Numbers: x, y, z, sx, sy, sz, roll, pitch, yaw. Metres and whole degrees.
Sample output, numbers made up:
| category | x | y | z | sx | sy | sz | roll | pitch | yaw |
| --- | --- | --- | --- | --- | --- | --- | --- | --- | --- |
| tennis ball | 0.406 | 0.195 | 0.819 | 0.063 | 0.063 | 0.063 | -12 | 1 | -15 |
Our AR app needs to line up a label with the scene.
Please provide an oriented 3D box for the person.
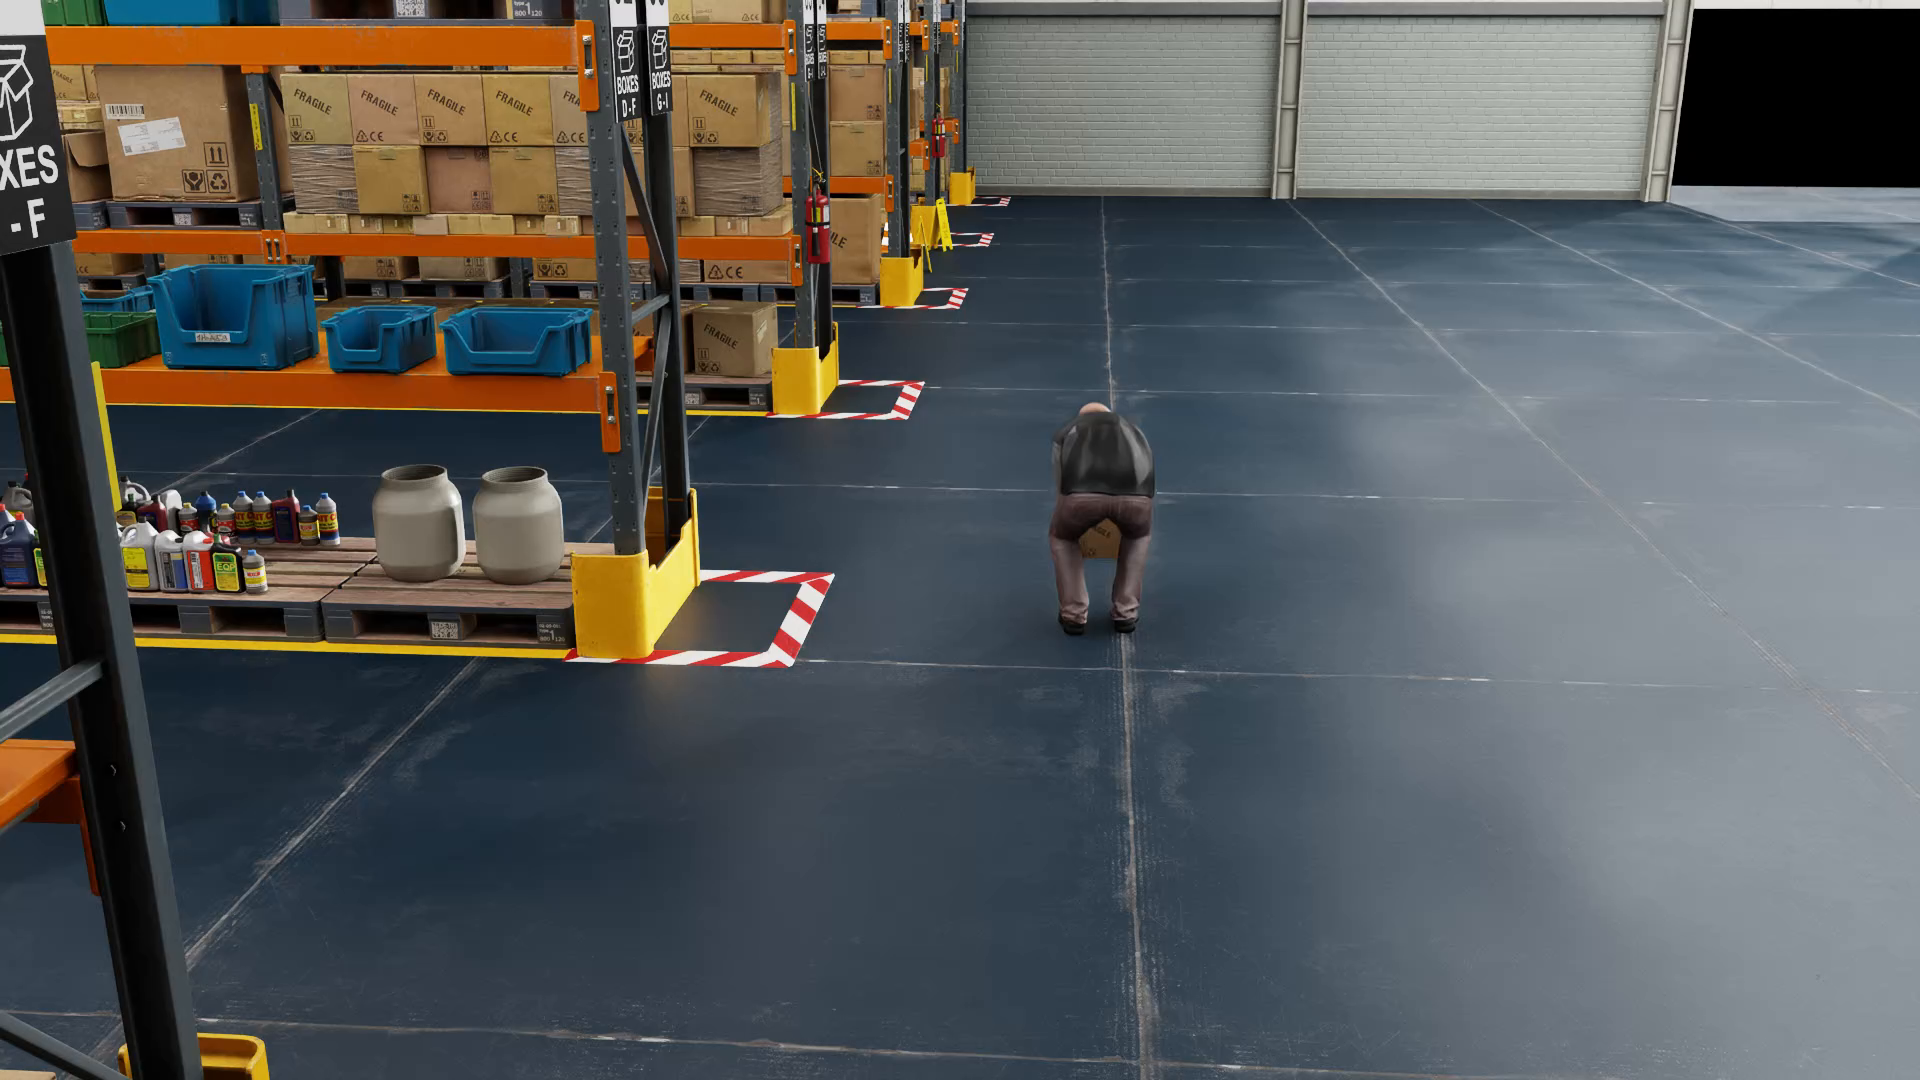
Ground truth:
| category | x | y | z | sx | sy | sz | roll | pitch | yaw |
| --- | --- | --- | --- | --- | --- | --- | --- | --- | --- |
| person | 0.684 | -0.114 | 8.124 | 0.504 | 1.023 | 0.949 | 0 | 17 | 1 |
